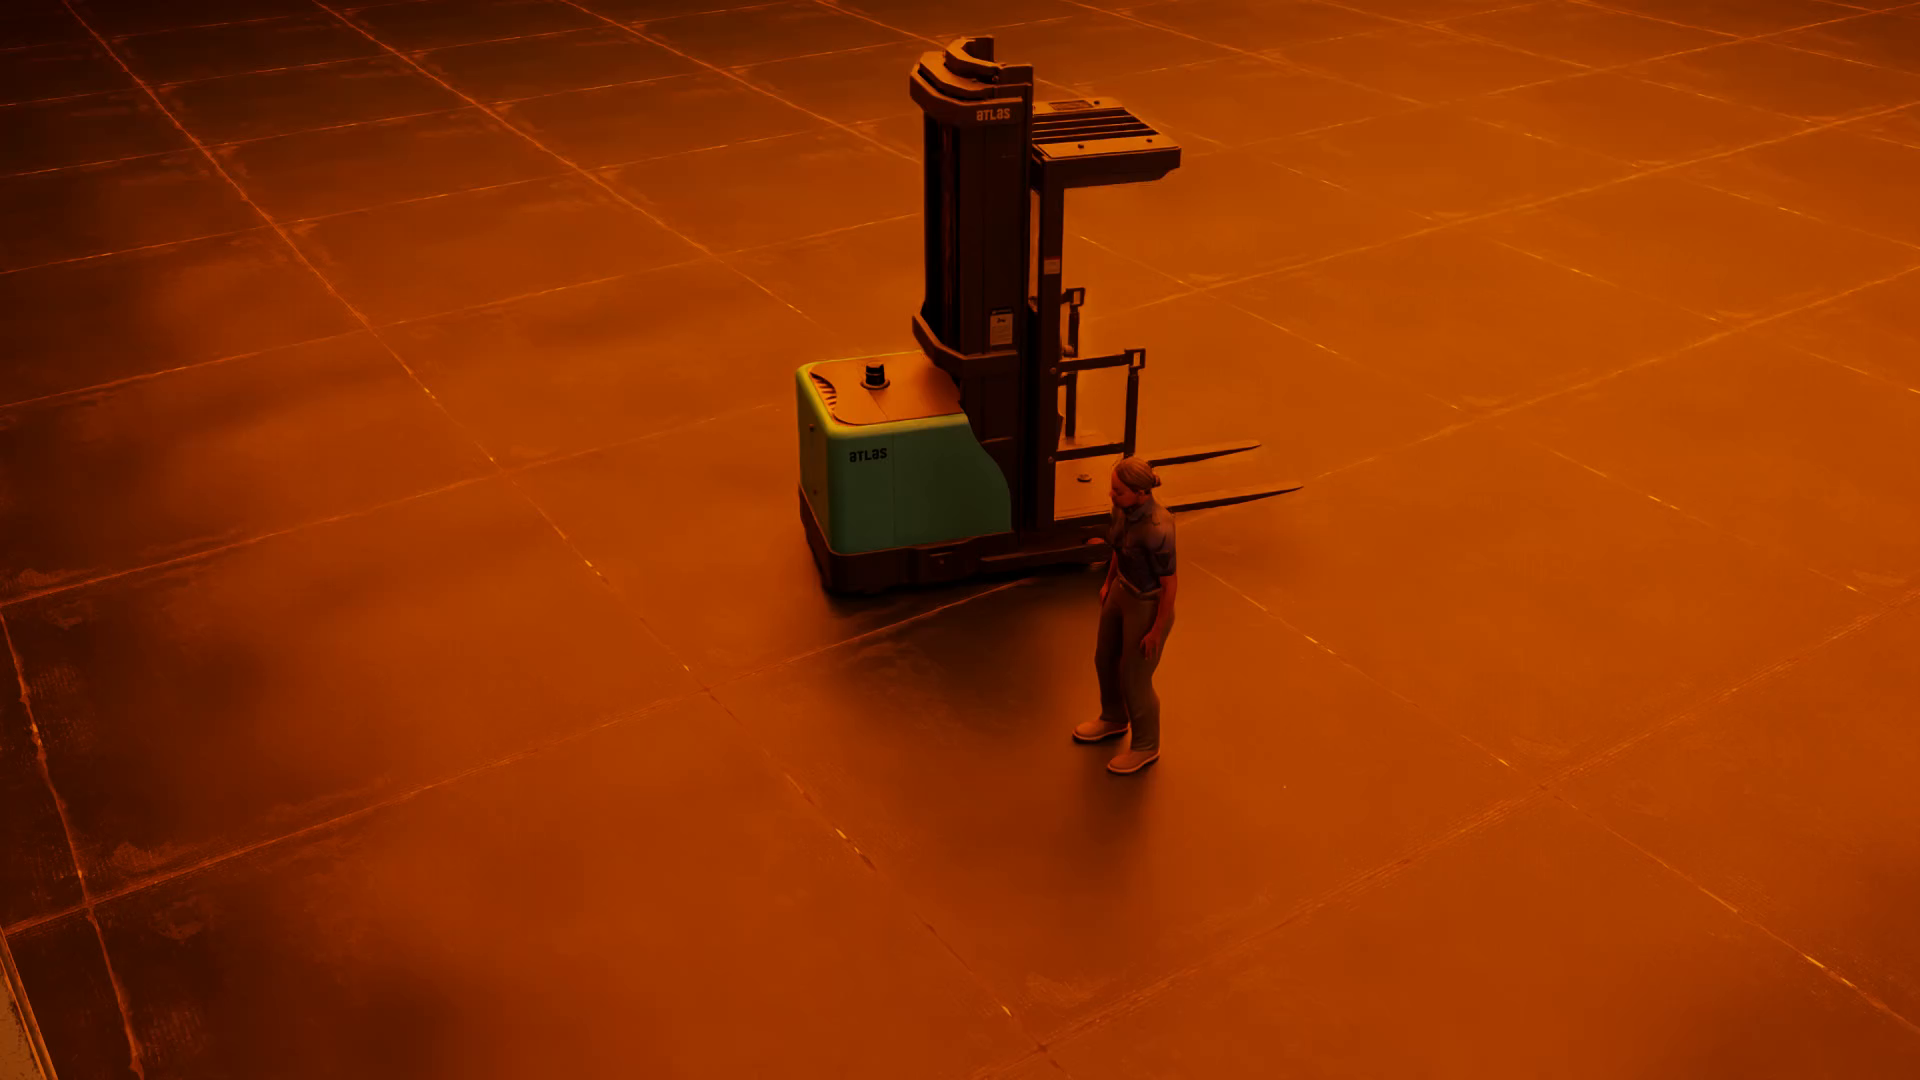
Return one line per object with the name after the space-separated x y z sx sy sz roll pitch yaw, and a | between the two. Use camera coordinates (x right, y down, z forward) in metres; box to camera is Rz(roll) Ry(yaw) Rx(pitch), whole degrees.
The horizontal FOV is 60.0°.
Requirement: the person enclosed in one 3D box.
0.816 0.330 7.904 0.363 1.653 0.522 -12 32 -20 | person

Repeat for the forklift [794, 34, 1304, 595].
0.585 -1.362 9.597 3.031 2.935 1.130 -8 30 -14 | forklift
